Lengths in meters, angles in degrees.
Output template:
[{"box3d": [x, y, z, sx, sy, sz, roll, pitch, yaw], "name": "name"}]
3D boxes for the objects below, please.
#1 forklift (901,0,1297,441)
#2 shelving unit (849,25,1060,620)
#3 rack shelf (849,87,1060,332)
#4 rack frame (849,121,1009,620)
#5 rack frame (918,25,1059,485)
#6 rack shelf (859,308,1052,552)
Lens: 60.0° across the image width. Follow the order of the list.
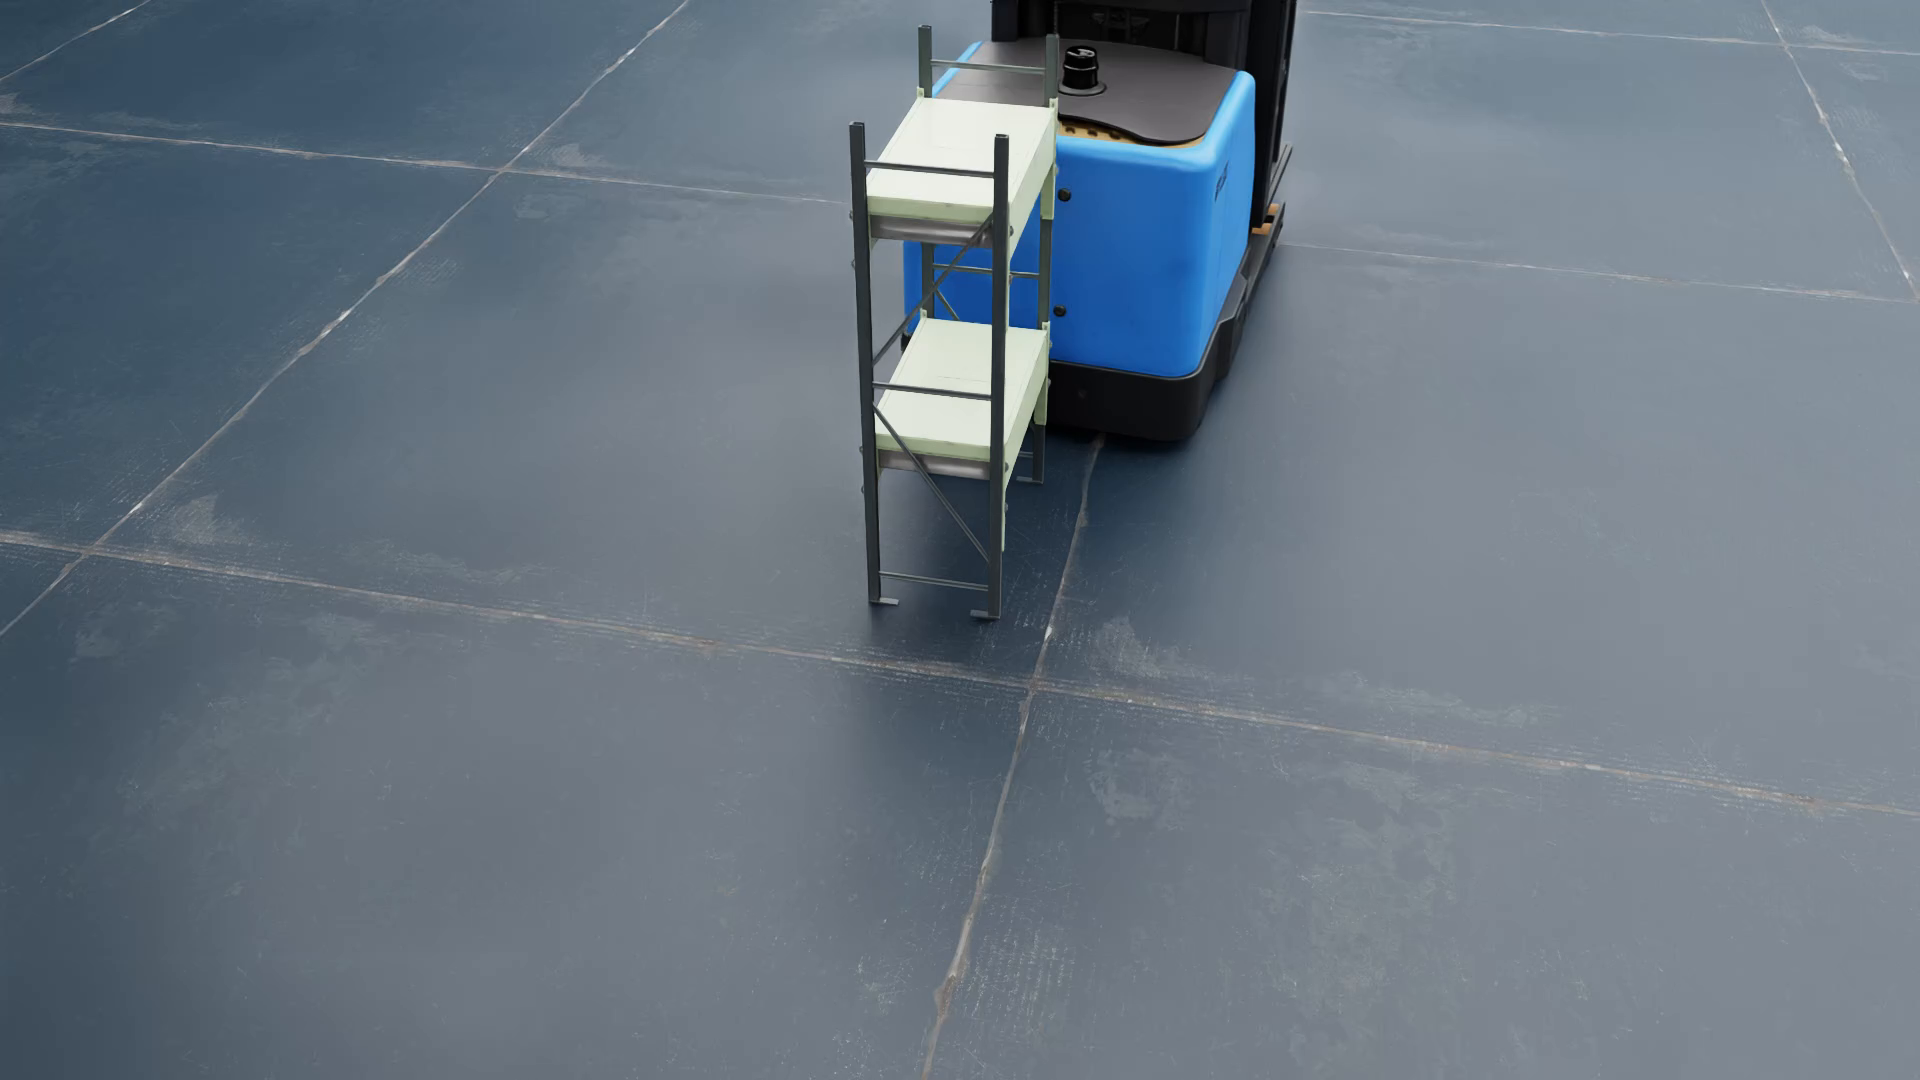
[{"box3d": [0.726, -2.383, 6.041, 1.130, 2.935, 3.031, 11, 37, 14], "name": "forklift"}, {"box3d": [0.001, -0.611, 4.815, 0.431, 1.500, 0.755, 7, 37, 10], "name": "shelving unit"}, {"box3d": [0.001, -0.927, 4.586, 0.431, 0.370, 0.720, 7, 37, 10], "name": "rack shelf"}, {"box3d": [-0.077, -0.401, 4.526, 0.400, 1.500, 0.023, 7, 37, 10], "name": "rack frame"}, {"box3d": [0.080, -0.821, 5.105, 0.400, 1.500, 0.023, 7, 37, 10], "name": "rack frame"}, {"box3d": [0.001, -0.347, 5.006, 0.431, 0.370, 0.720, 7, 37, 10], "name": "rack shelf"}]
